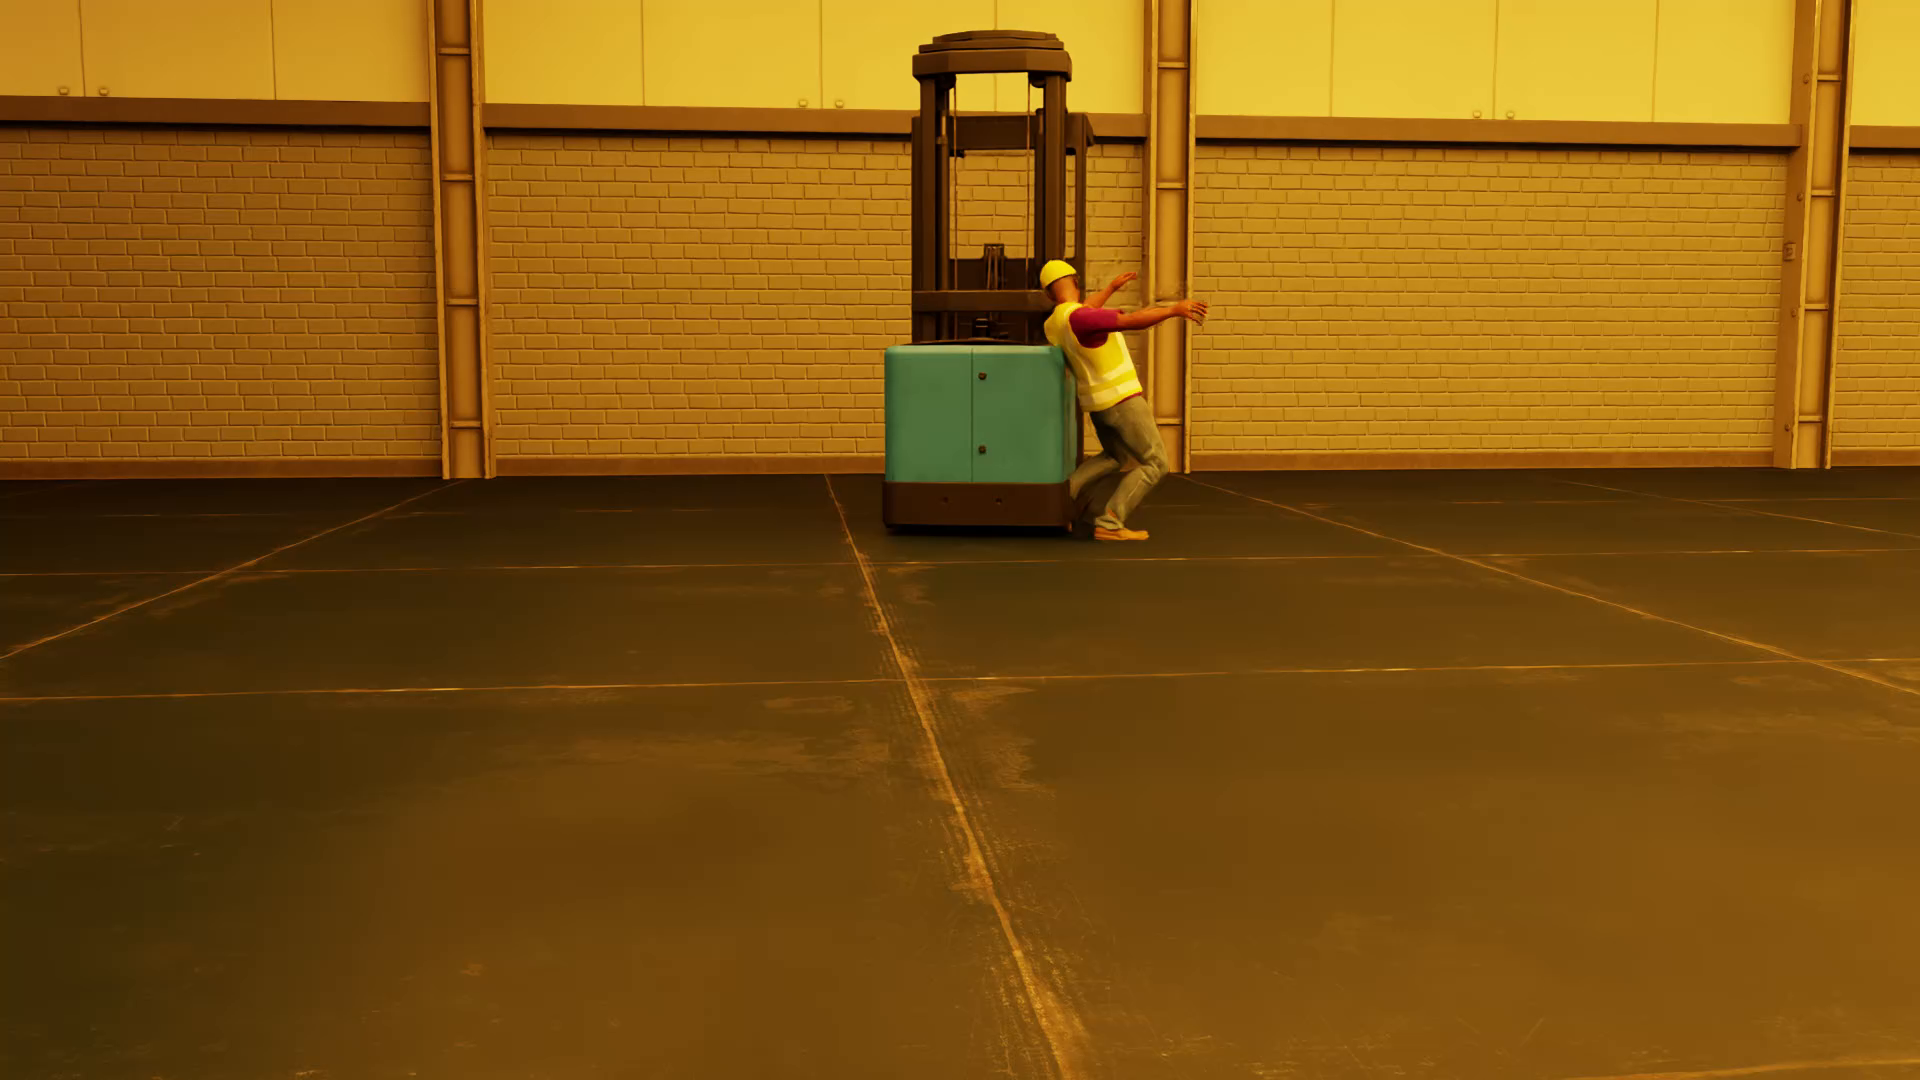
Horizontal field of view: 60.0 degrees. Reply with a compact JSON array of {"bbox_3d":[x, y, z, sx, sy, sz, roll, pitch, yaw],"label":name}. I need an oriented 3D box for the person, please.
[{"bbox_3d":[0.841,-0.760,9.252,0.734,1.582,1.120,-2,6,-16],"label":"person"}]

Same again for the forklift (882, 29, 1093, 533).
[{"bbox_3d":[0.274,-1.629,10.642,1.130,2.935,3.031,1,6,8],"label":"forklift"}]
